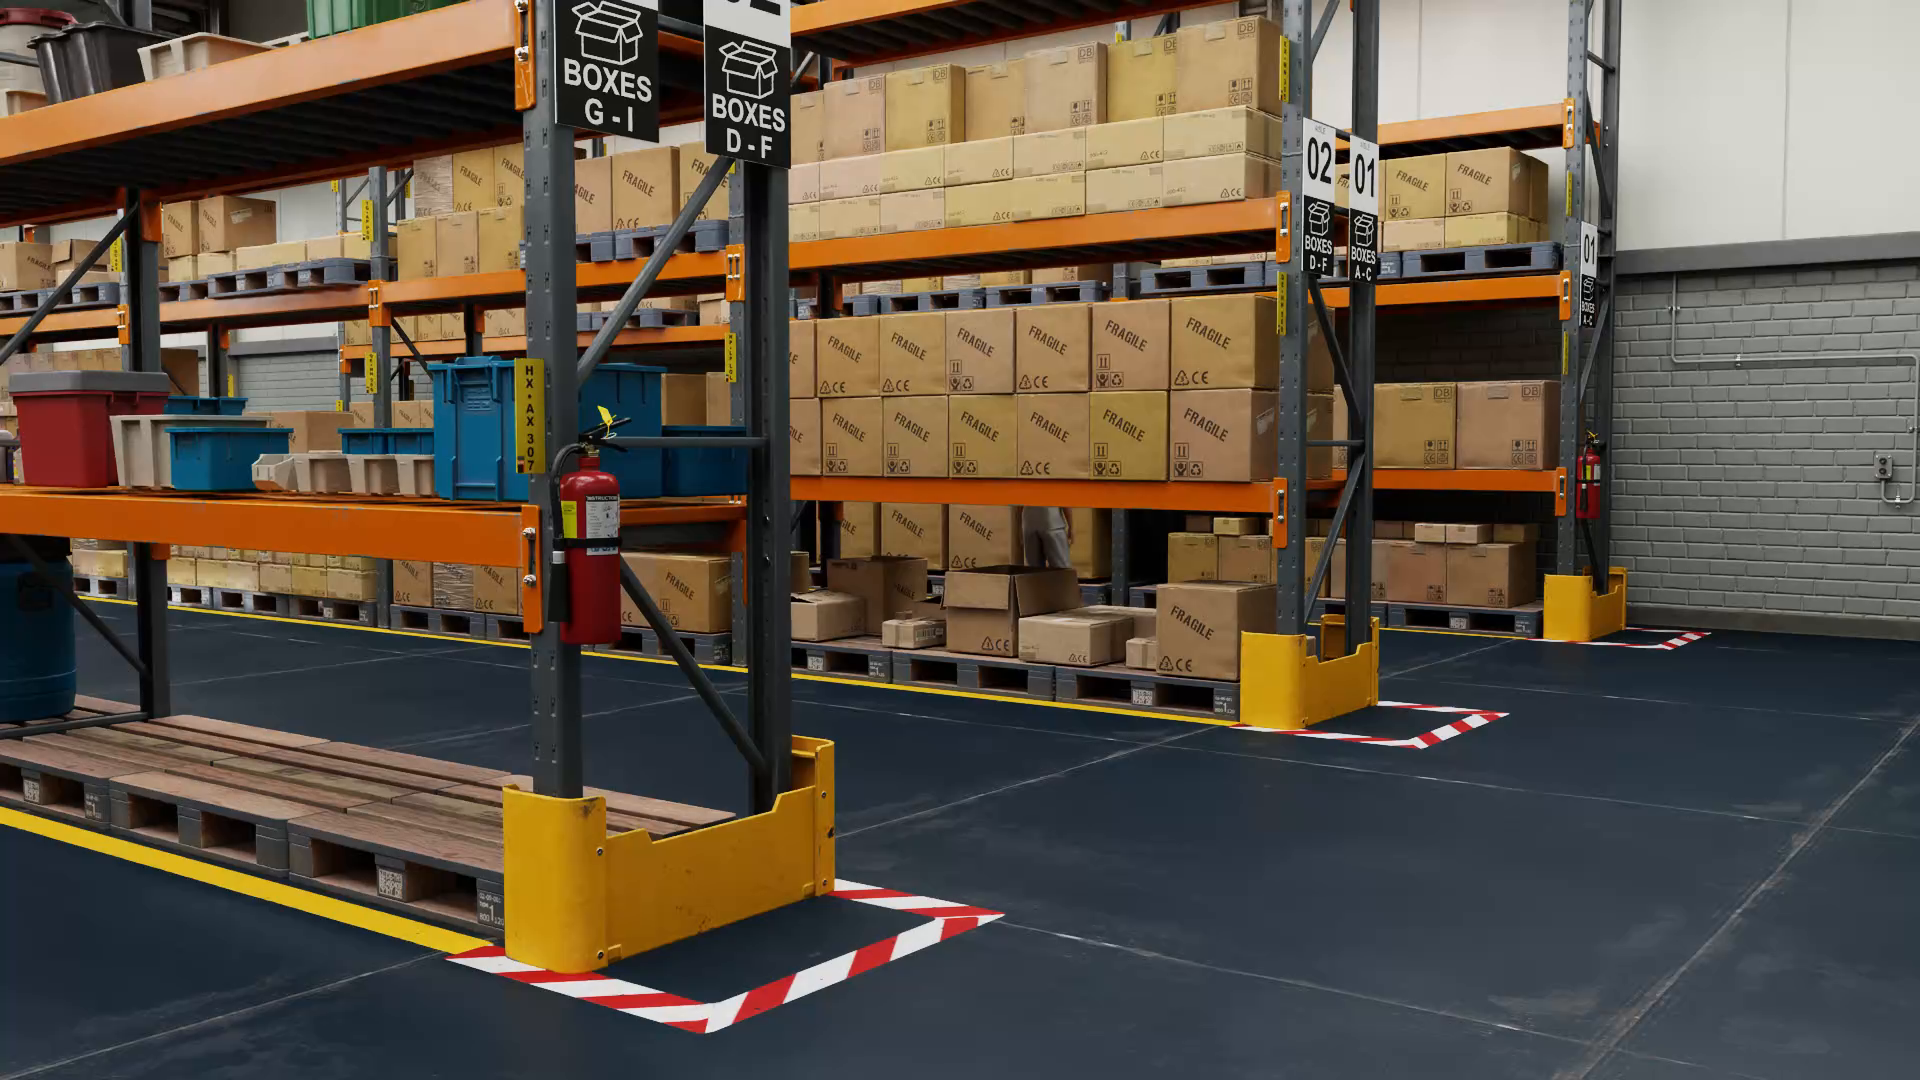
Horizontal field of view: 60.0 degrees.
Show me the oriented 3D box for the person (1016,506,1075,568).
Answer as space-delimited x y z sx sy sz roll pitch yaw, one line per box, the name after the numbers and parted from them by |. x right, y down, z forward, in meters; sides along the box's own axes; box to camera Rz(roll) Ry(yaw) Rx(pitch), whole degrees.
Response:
0.670 -0.069 12.834 0.504 1.671 0.365 2 4 33 | person
